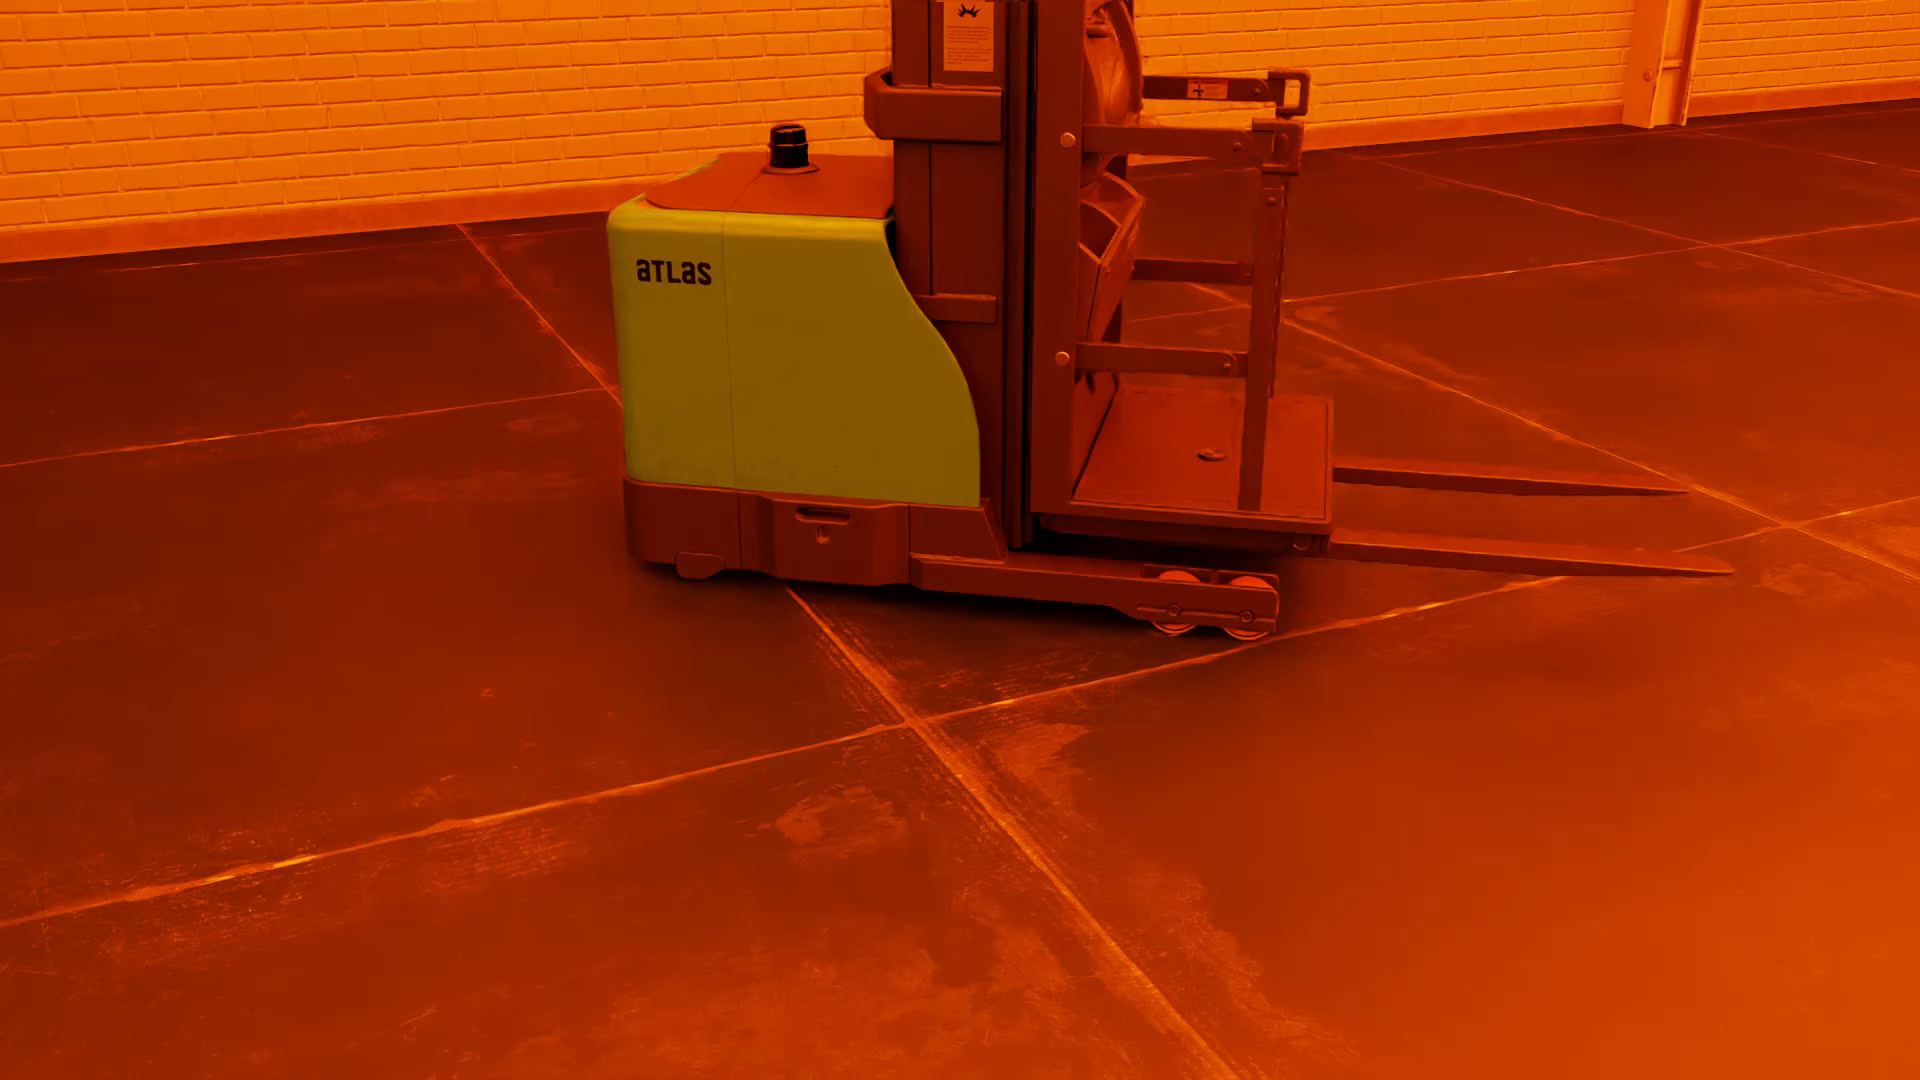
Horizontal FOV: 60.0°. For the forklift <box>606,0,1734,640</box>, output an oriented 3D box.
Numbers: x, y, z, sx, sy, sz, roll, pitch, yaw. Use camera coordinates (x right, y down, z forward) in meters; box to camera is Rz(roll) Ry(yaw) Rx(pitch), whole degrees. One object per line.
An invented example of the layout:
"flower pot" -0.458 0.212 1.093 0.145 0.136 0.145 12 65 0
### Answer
"forklift" 0.601 -1.308 4.435 3.031 2.935 1.130 5 23 11
